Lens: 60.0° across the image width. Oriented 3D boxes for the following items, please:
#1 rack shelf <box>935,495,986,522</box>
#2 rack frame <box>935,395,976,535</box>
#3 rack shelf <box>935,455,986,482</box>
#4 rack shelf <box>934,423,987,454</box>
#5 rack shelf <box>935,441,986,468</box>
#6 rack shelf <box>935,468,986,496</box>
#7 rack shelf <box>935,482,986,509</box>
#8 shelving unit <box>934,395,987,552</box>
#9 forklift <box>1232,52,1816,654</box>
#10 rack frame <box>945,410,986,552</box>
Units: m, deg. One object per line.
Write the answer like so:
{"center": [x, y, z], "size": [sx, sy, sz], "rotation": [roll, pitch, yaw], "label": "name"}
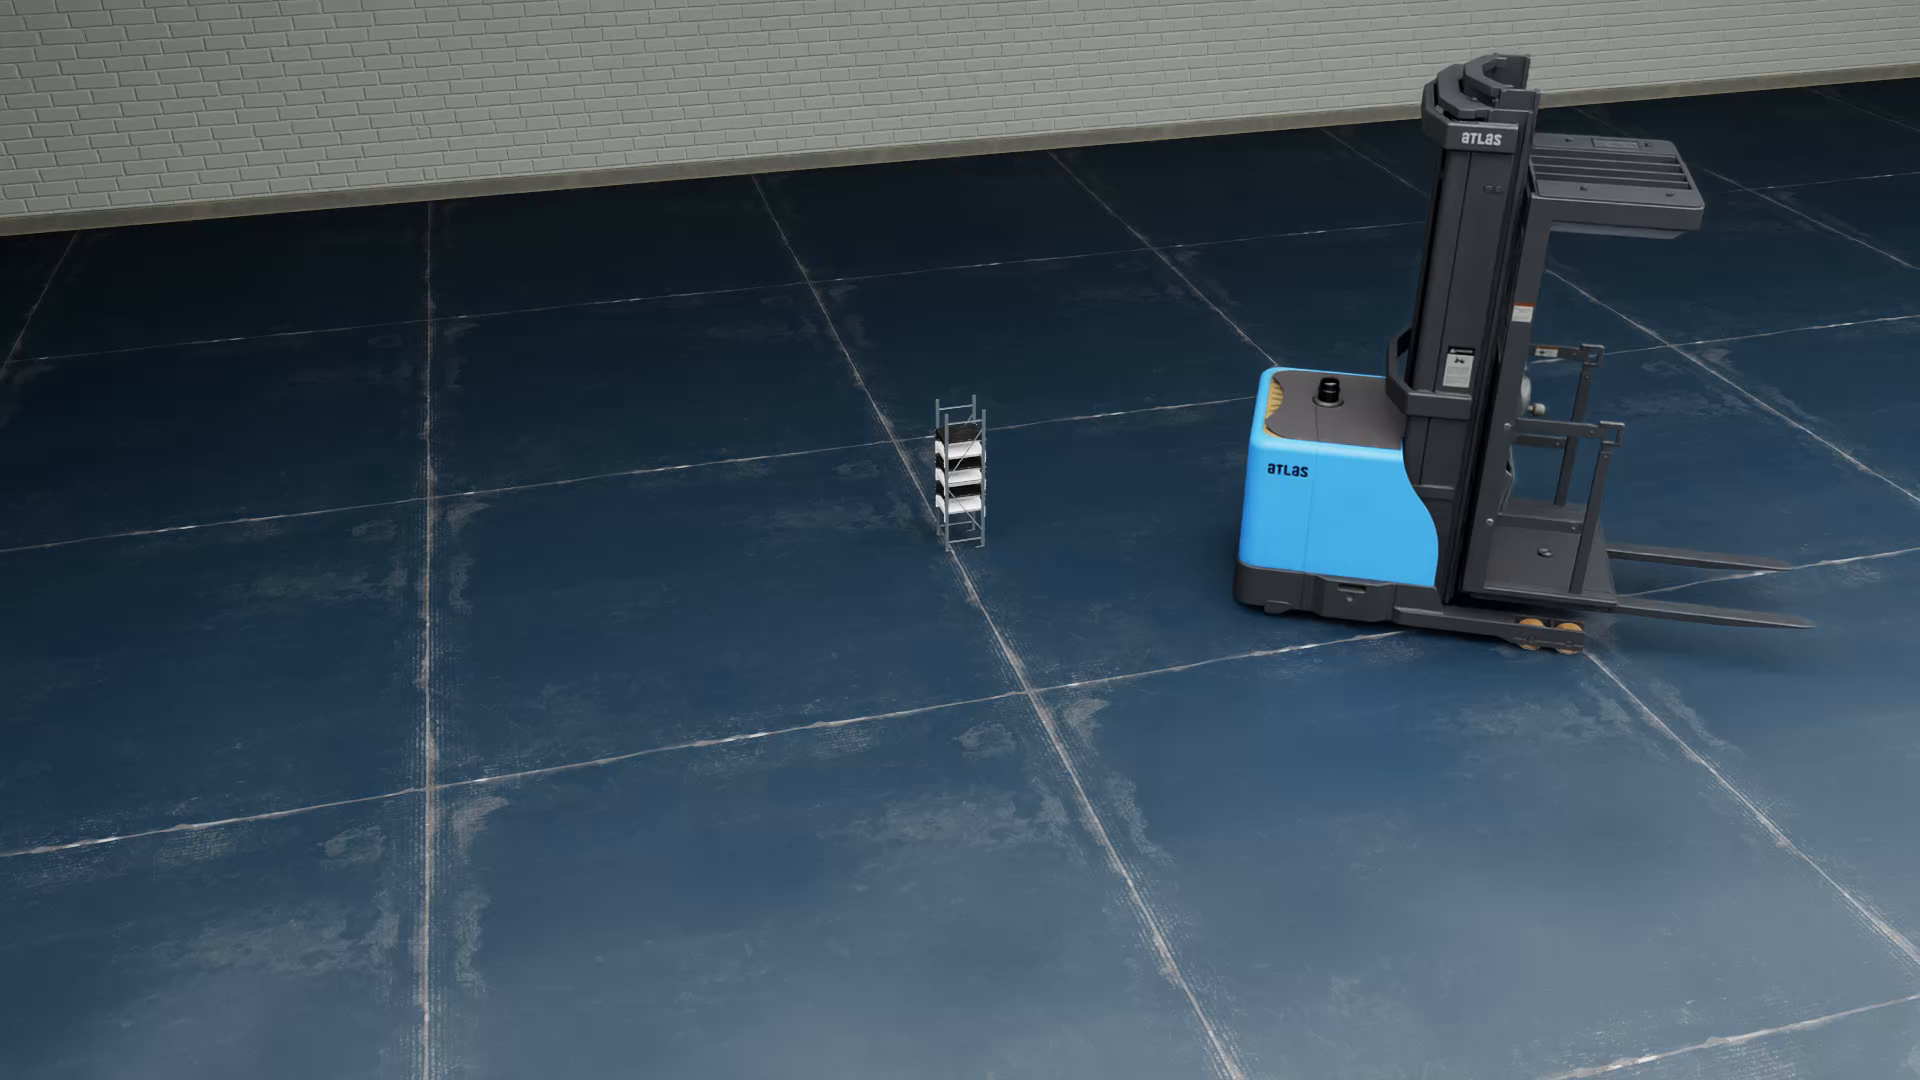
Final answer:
{"center": [0.002, -0.201, 9.856], "size": [0.258, 0.077, 0.200], "rotation": [-8, 31, -13], "label": "rack shelf"}
{"center": [-0.025, -0.435, 9.834], "size": [0.240, 0.900, 0.006], "rotation": [-8, 31, -13], "label": "rack frame"}
{"center": [0.002, -0.435, 9.720], "size": [0.258, 0.077, 0.200], "rotation": [-8, 31, -13], "label": "rack shelf"}
{"center": [0.002, -0.590, 9.630], "size": [0.258, 0.077, 0.200], "rotation": [-8, 31, -13], "label": "rack shelf"}
{"center": [0.002, -0.512, 9.675], "size": [0.258, 0.077, 0.200], "rotation": [-8, 31, -13], "label": "rack shelf"}
{"center": [0.002, -0.357, 9.766], "size": [0.258, 0.077, 0.200], "rotation": [-8, 31, -13], "label": "rack shelf"}
{"center": [0.002, -0.279, 9.811], "size": [0.258, 0.077, 0.200], "rotation": [-8, 31, -13], "label": "rack shelf"}
{"center": [0.002, -0.386, 9.749], "size": [0.258, 0.900, 0.210], "rotation": [-8, 31, -13], "label": "shelving unit"}
{"center": [3.099, -0.949, 8.694], "size": [3.031, 2.935, 1.130], "rotation": [7, 31, 11], "label": "forklift"}
{"center": [0.029, -0.336, 9.664], "size": [0.240, 0.900, 0.006], "rotation": [-8, 31, -13], "label": "rack frame"}
